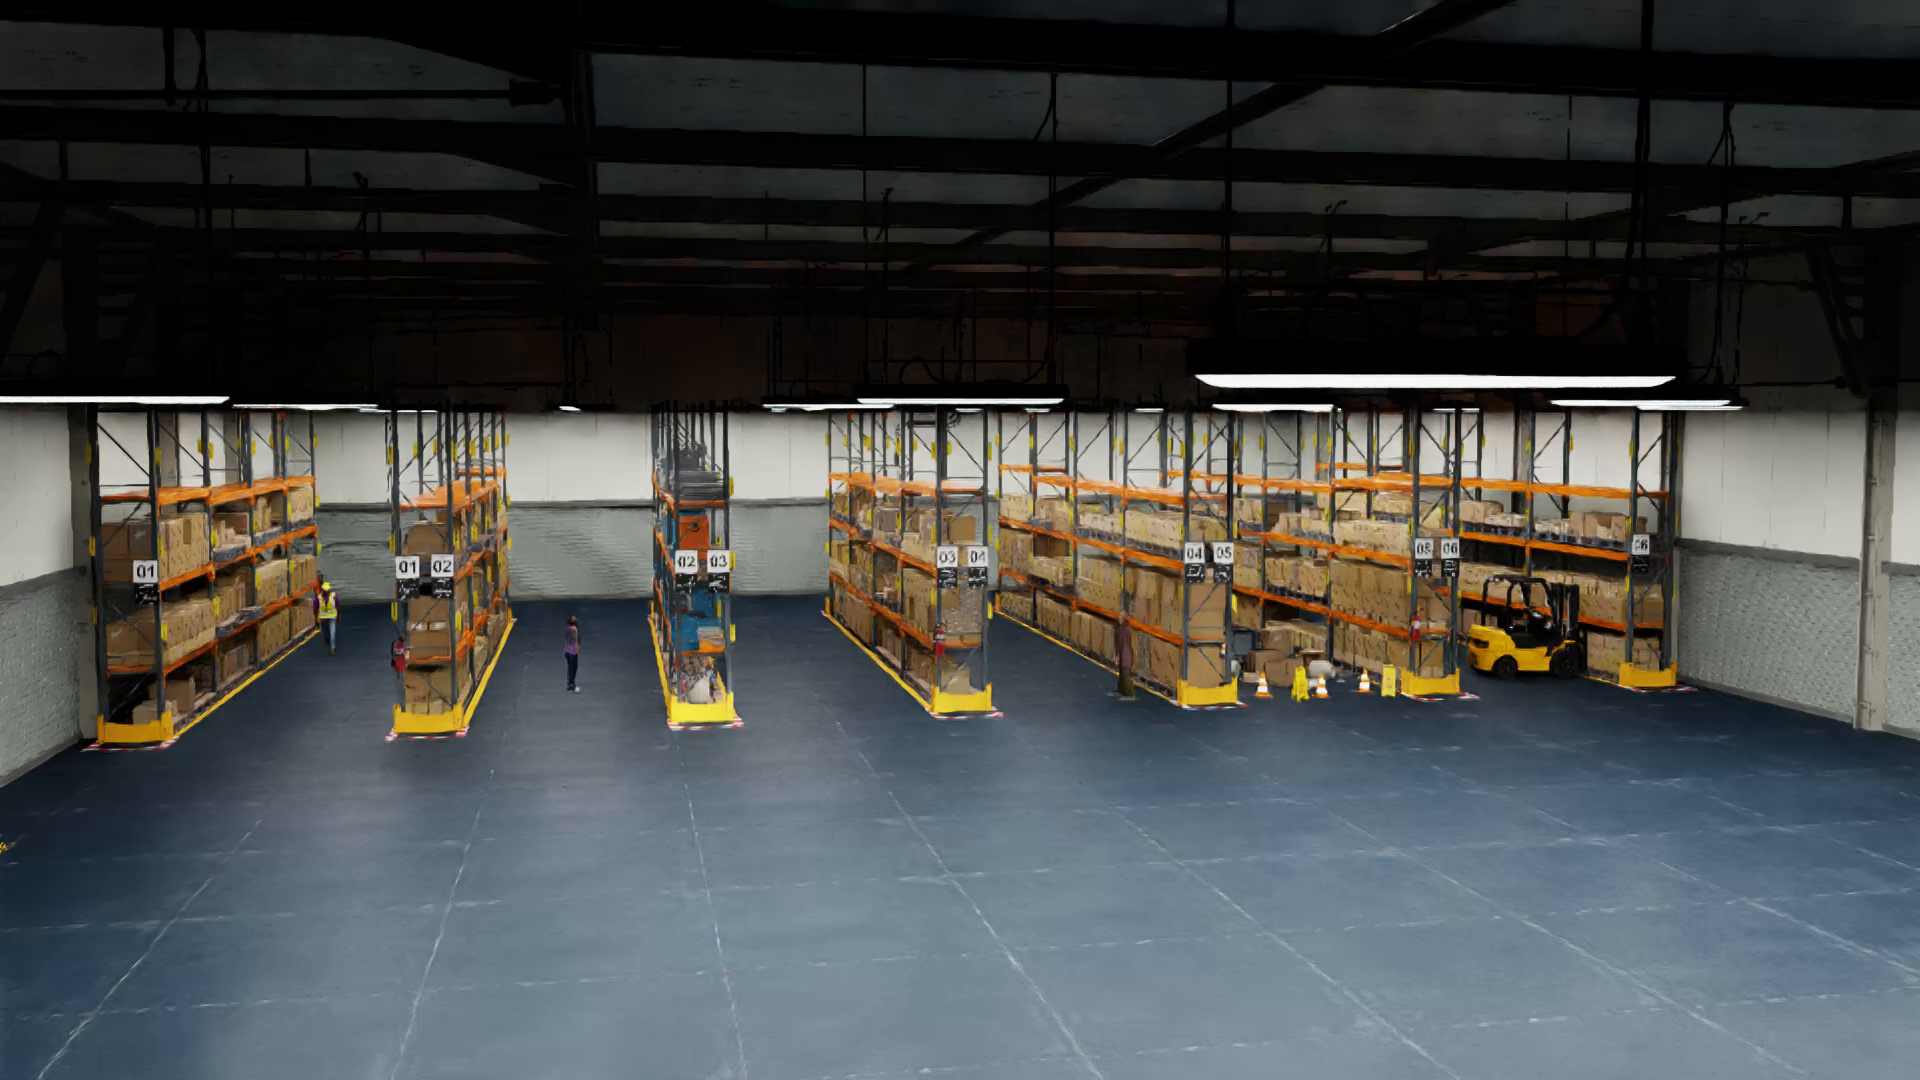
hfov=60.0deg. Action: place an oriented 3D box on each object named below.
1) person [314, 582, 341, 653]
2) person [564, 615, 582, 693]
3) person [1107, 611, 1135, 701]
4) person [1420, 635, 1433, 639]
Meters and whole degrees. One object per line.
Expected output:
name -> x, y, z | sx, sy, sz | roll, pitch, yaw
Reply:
person -> -15.229, 1.848, 39.992 | 0.583, 1.686, 1.111 | -1, 4, -13
person -> -7.938, 2.336, 34.189 | 0.406, 1.600, 0.468 | -4, 6, -41
person -> 3.237, 2.317, 33.342 | 0.636, 1.749, 0.677 | 2, 5, 19
person -> 10.576, 2.022, 37.827 | 0.409, 1.677, 0.532 | -4, 6, -43
